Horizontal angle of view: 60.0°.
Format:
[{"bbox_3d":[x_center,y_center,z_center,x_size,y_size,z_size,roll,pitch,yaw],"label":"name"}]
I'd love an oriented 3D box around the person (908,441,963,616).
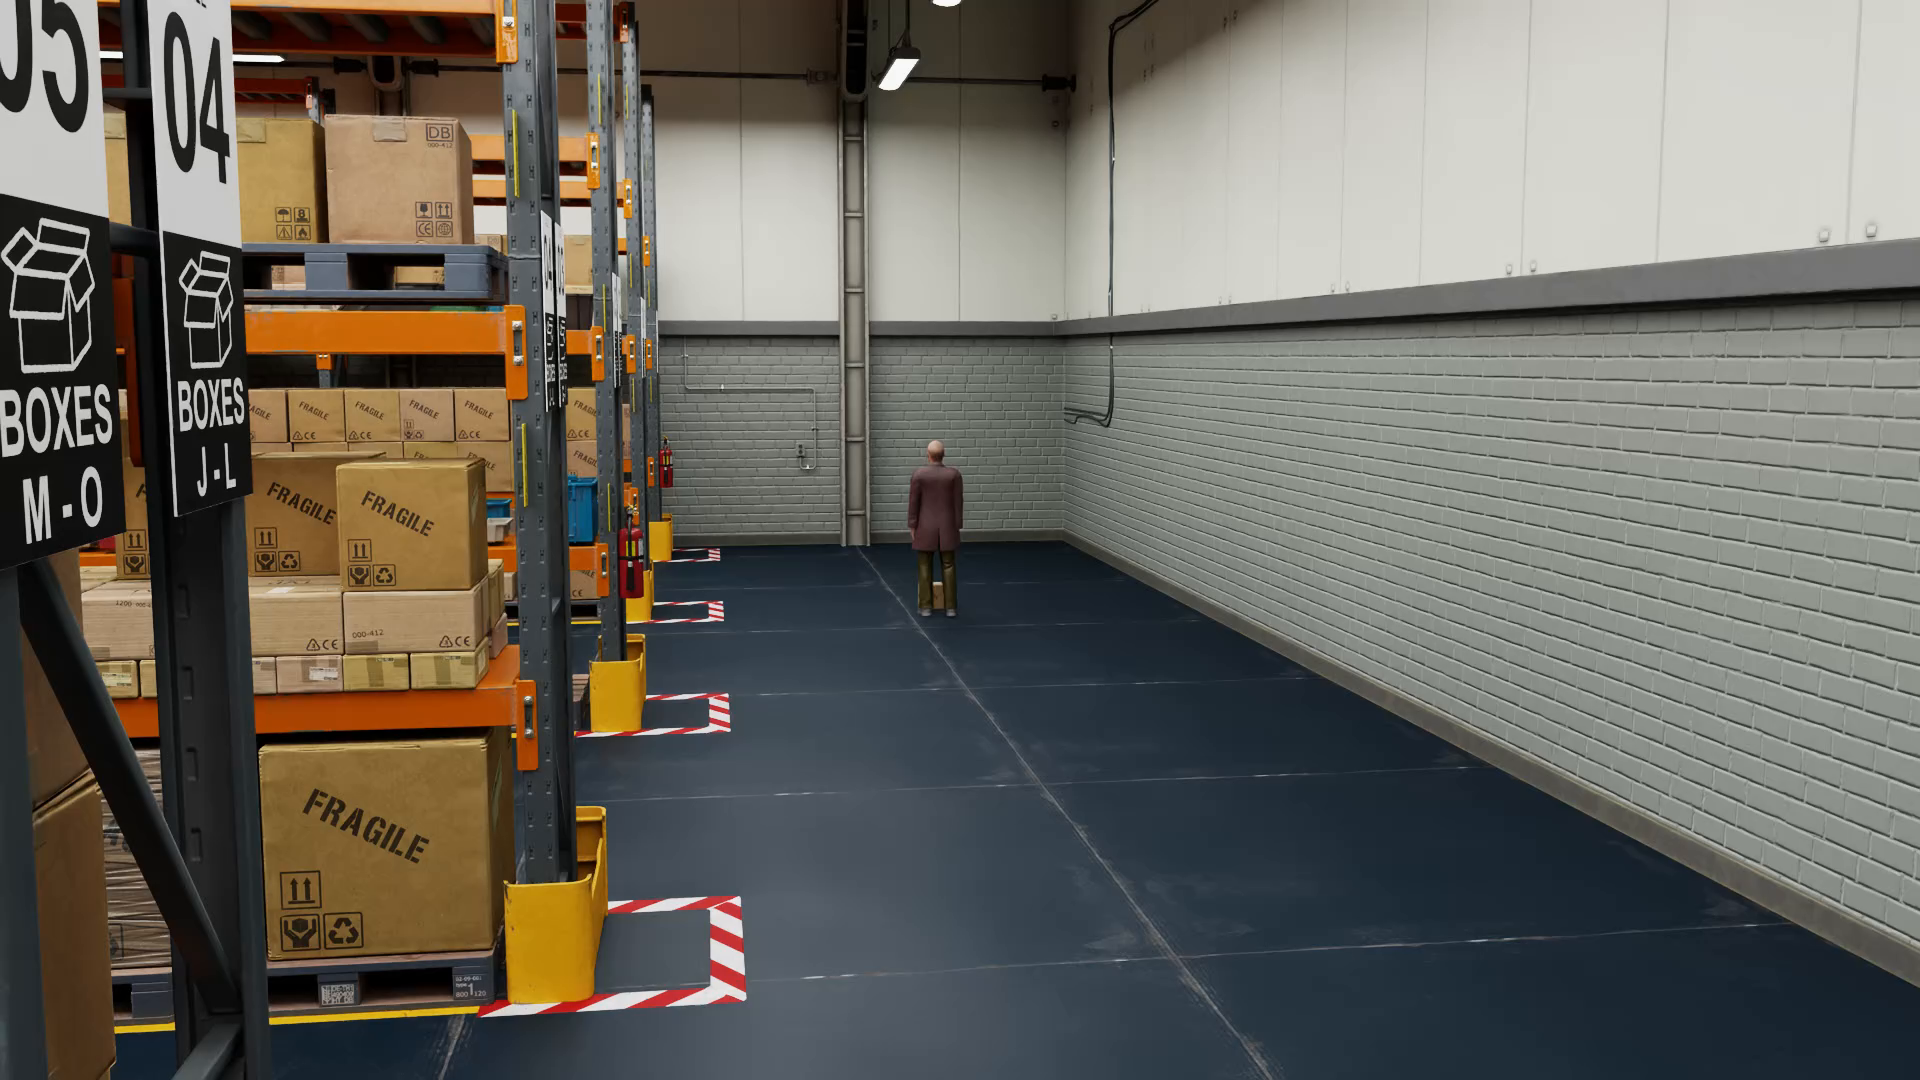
[{"bbox_3d":[-0.253,-0.118,16.852,0.562,1.775,0.389,-1,6,-7],"label":"person"}]
